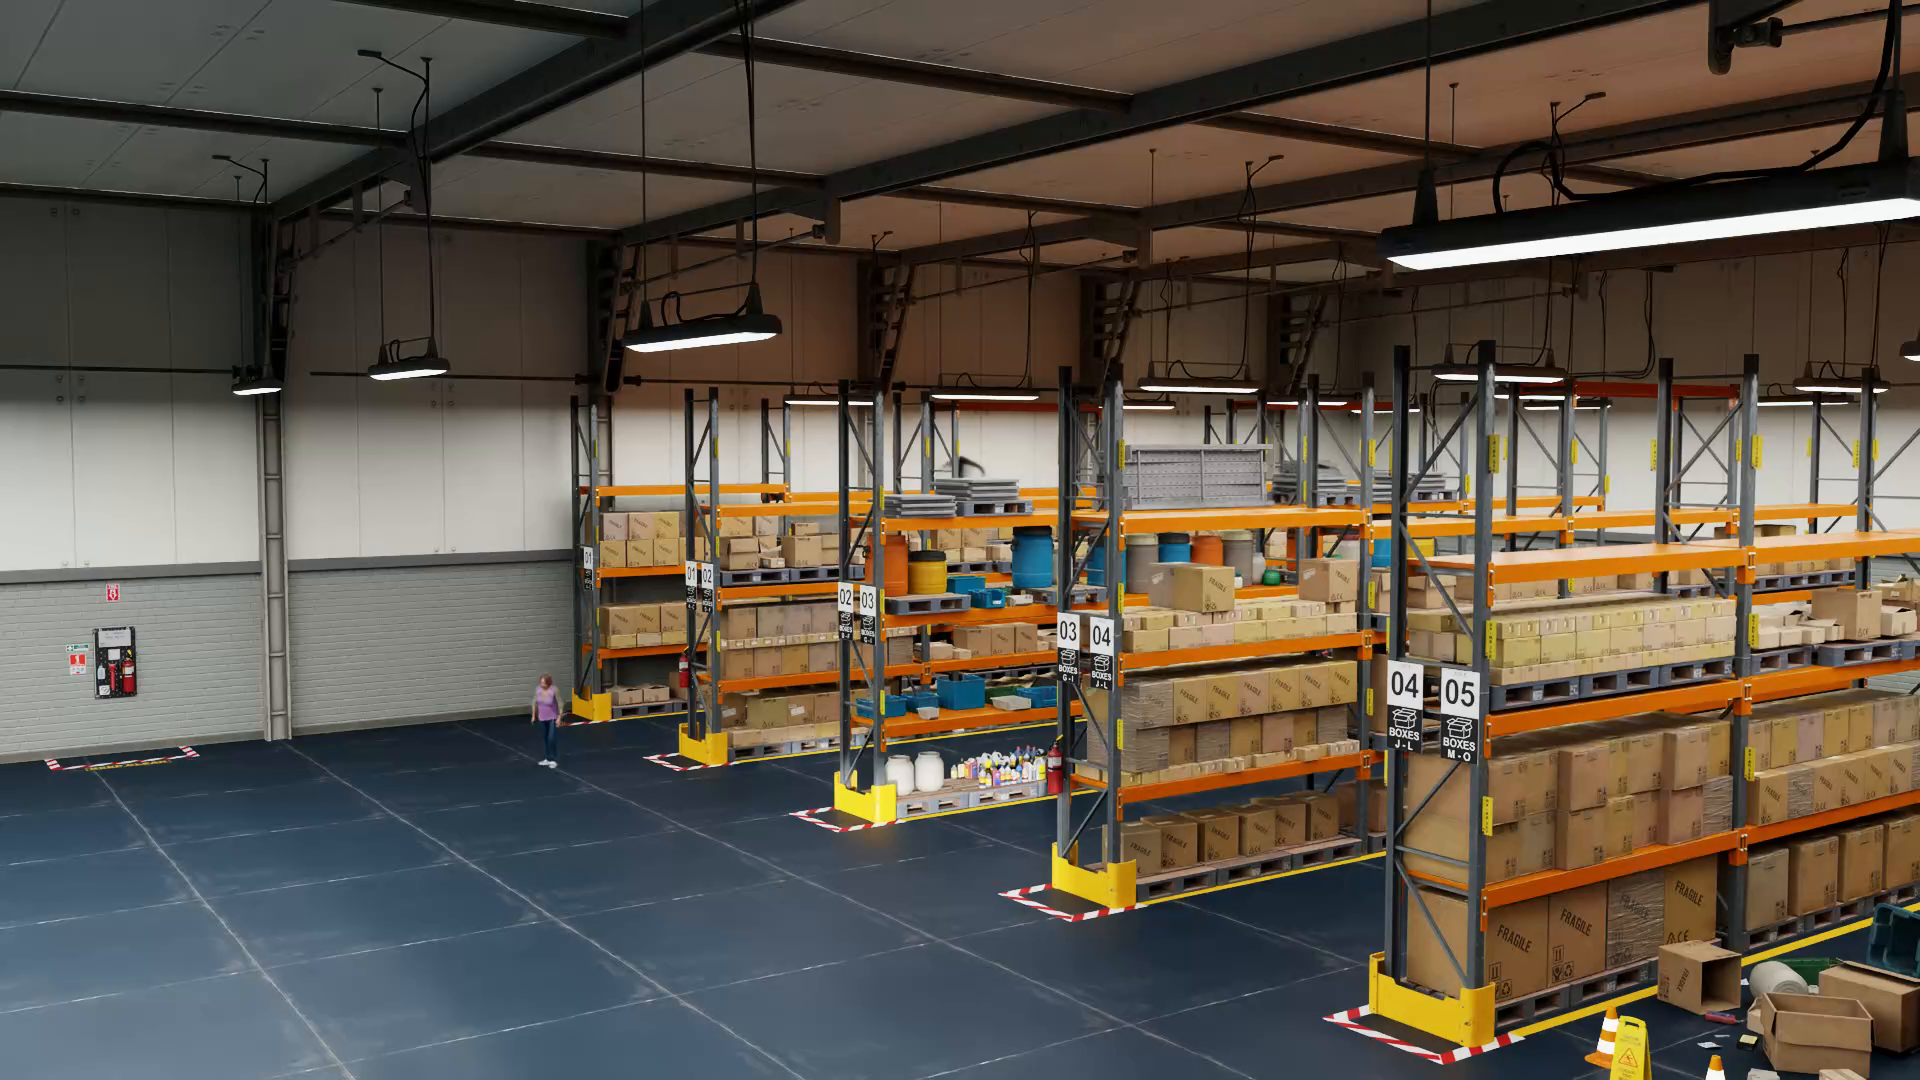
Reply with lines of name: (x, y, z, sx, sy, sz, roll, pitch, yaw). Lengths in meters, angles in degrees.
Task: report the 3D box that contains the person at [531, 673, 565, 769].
person: (-6.471, 2.834, 26.217, 0.539, 1.529, 0.599, 1, 4, 17)
